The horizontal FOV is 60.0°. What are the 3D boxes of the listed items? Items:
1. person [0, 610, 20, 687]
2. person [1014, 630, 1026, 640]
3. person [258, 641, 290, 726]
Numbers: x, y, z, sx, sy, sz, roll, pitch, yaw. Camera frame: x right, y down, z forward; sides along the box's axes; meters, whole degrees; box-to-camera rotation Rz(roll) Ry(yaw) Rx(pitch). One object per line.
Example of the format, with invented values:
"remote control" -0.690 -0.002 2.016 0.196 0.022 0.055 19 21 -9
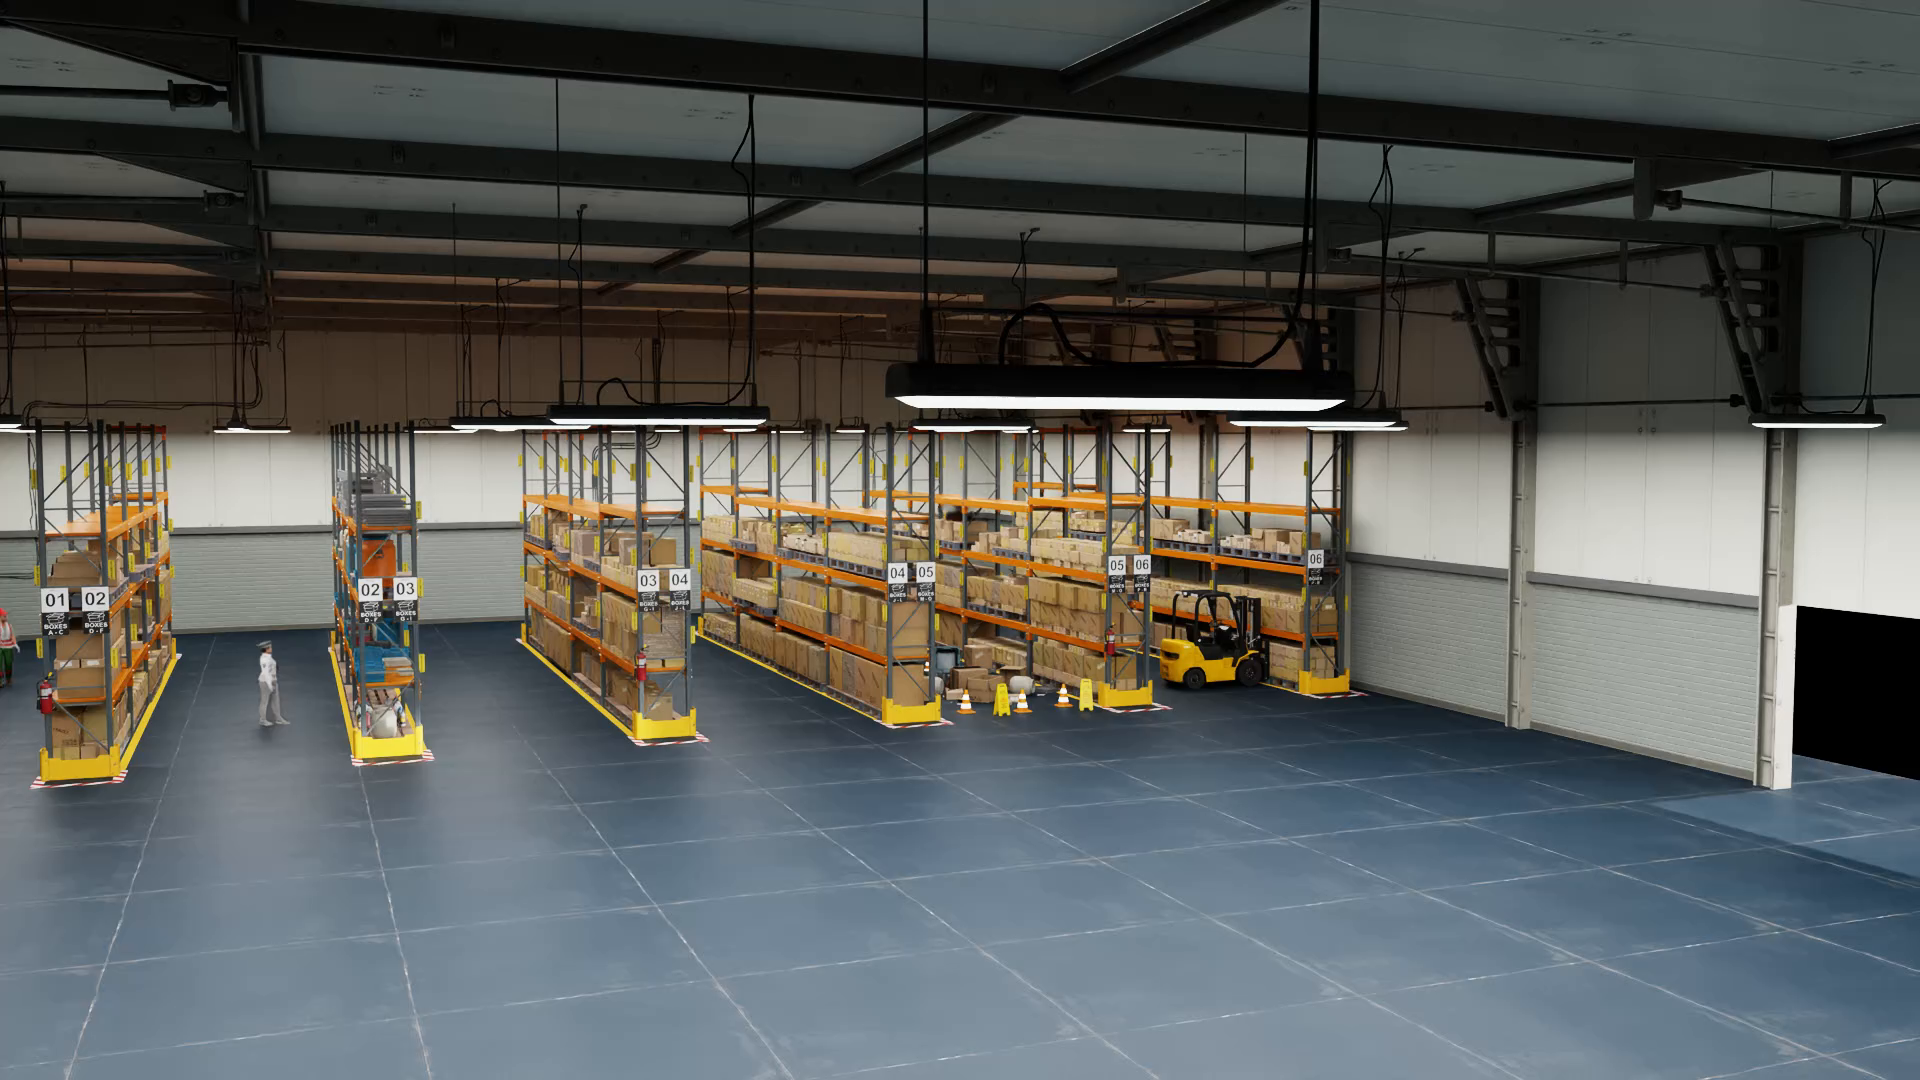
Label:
"person" -21.809 2.464 37.909 0.648 1.737 1.051 -2 4 -24
"person" 1.614 1.890 44.559 0.410 1.564 0.548 0 4 7
"person" -13.627 2.836 32.896 0.539 1.687 0.490 0 4 6
